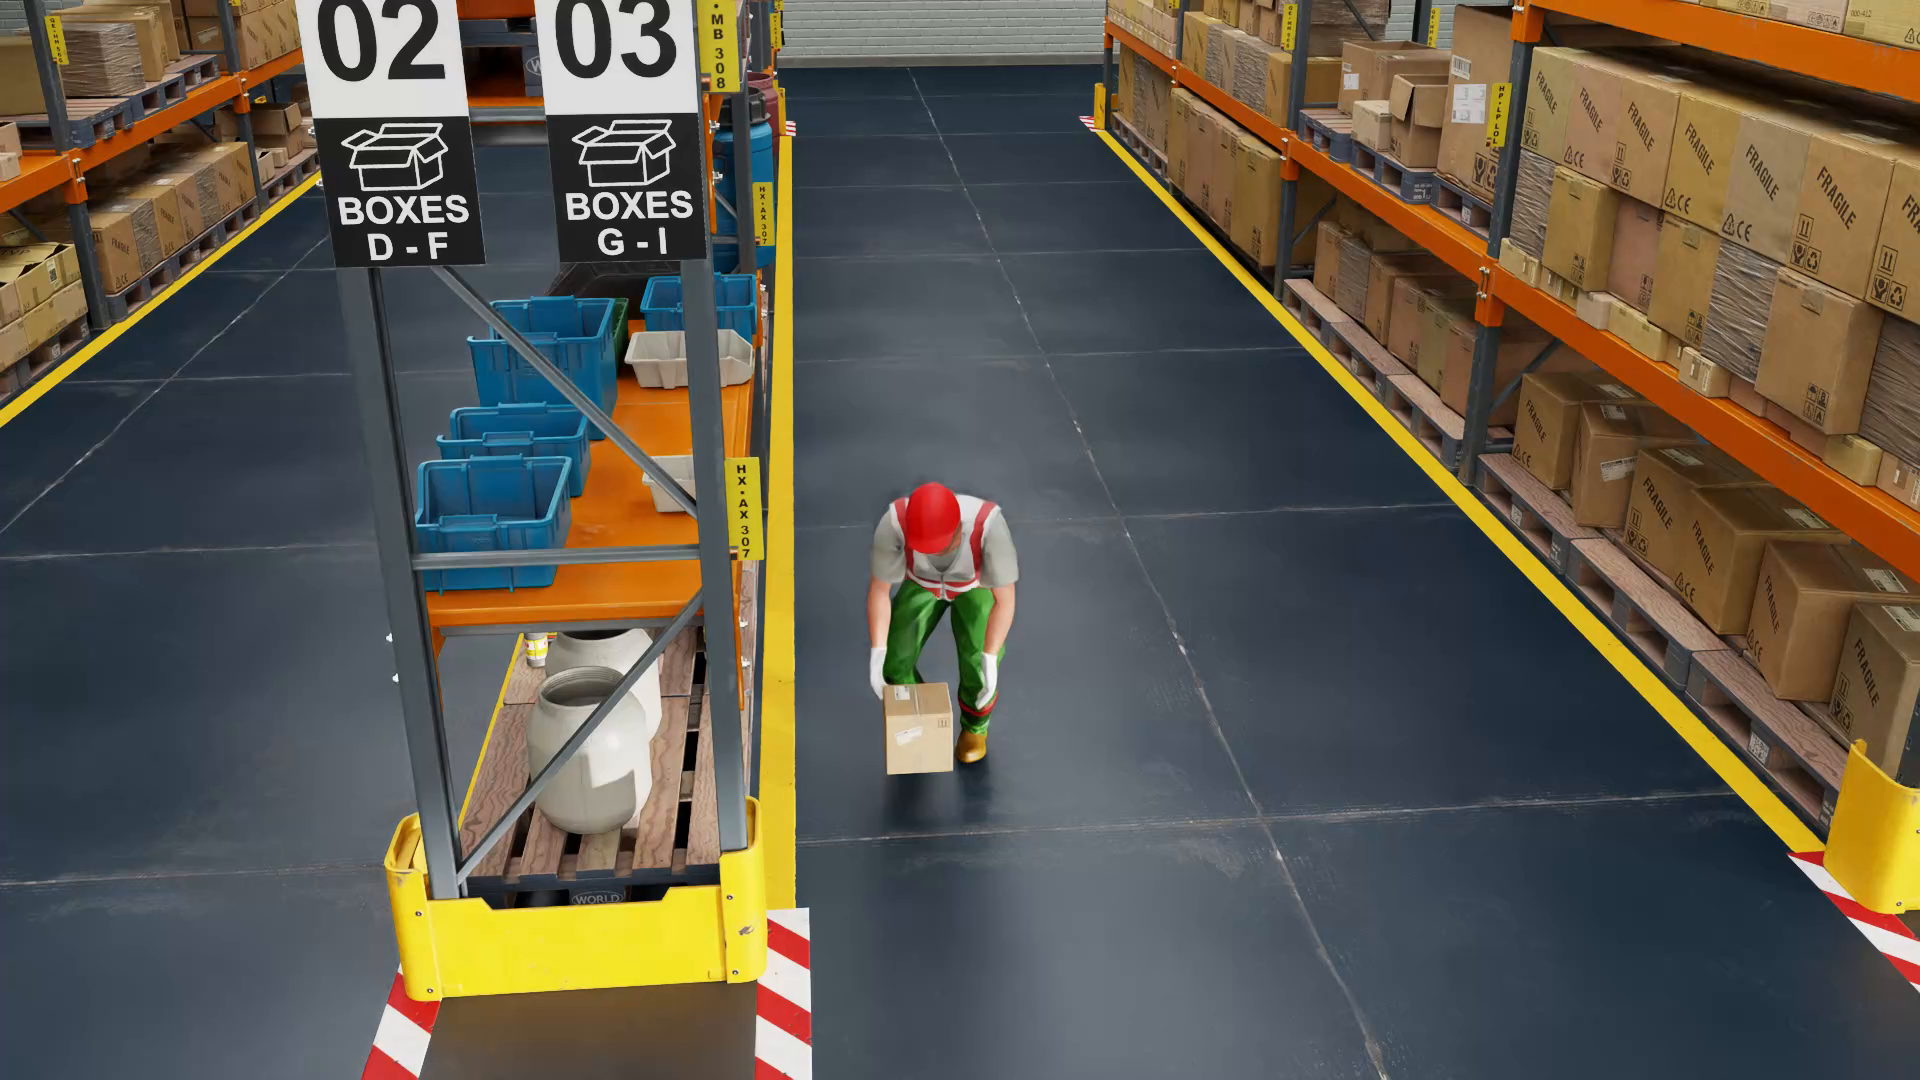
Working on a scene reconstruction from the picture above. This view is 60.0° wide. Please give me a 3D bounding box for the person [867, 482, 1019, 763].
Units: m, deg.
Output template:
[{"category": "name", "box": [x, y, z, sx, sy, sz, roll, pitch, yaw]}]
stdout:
[{"category": "person", "box": [-0.044, 0.286, 6.533, 0.585, 1.295, 0.816, 5, 24, 12]}]
